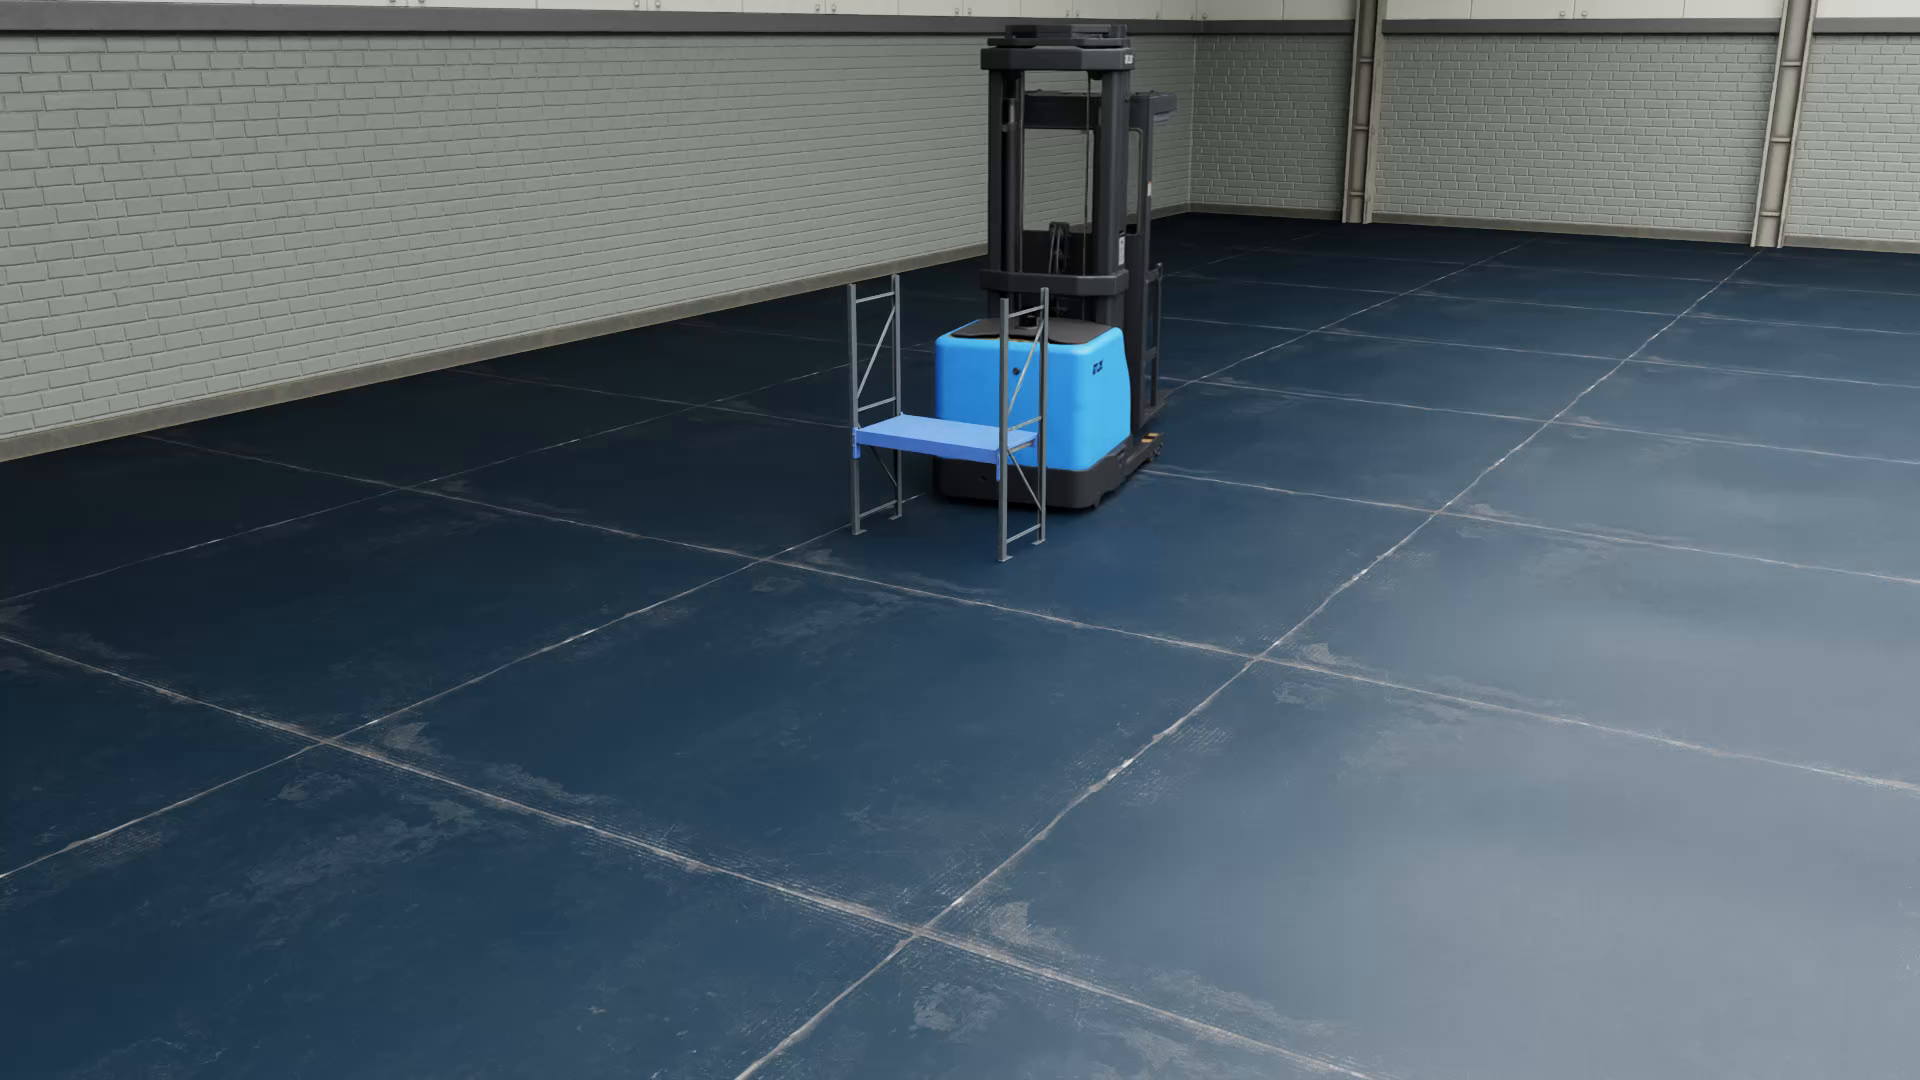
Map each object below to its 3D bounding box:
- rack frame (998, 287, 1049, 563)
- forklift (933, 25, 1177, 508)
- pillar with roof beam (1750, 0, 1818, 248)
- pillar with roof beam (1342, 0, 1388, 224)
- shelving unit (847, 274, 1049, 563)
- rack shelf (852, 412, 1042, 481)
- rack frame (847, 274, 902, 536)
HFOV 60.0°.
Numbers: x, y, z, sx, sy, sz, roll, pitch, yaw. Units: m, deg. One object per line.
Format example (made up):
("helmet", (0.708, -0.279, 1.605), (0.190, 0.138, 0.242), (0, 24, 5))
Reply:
("rack frame", (0.360, -0.653, 9.451), (0.032, 1.500, 0.500), (10, 20, 30))
("forklift", (0.816, -1.985, 11.373), (1.130, 2.935, 3.031), (6, 18, 20))
("pillar with roof beam", (9.218, -7.420, 18.826), (0.400, 9.000, 9.100), (10, 20, 30))
("pillar with roof beam", (4.106, -8.333, 21.830), (0.400, 9.000, 9.100), (10, 20, 30))
("shelving unit", (-0.073, -0.731, 9.706), (1.048, 1.500, 0.538), (10, 20, 30))
("rack shelf", (-0.073, -0.558, 9.758), (1.000, 0.185, 0.538), (10, 20, 30))
("rack frame", (-0.506, -0.808, 9.960), (0.032, 1.500, 0.500), (10, 20, 30))
